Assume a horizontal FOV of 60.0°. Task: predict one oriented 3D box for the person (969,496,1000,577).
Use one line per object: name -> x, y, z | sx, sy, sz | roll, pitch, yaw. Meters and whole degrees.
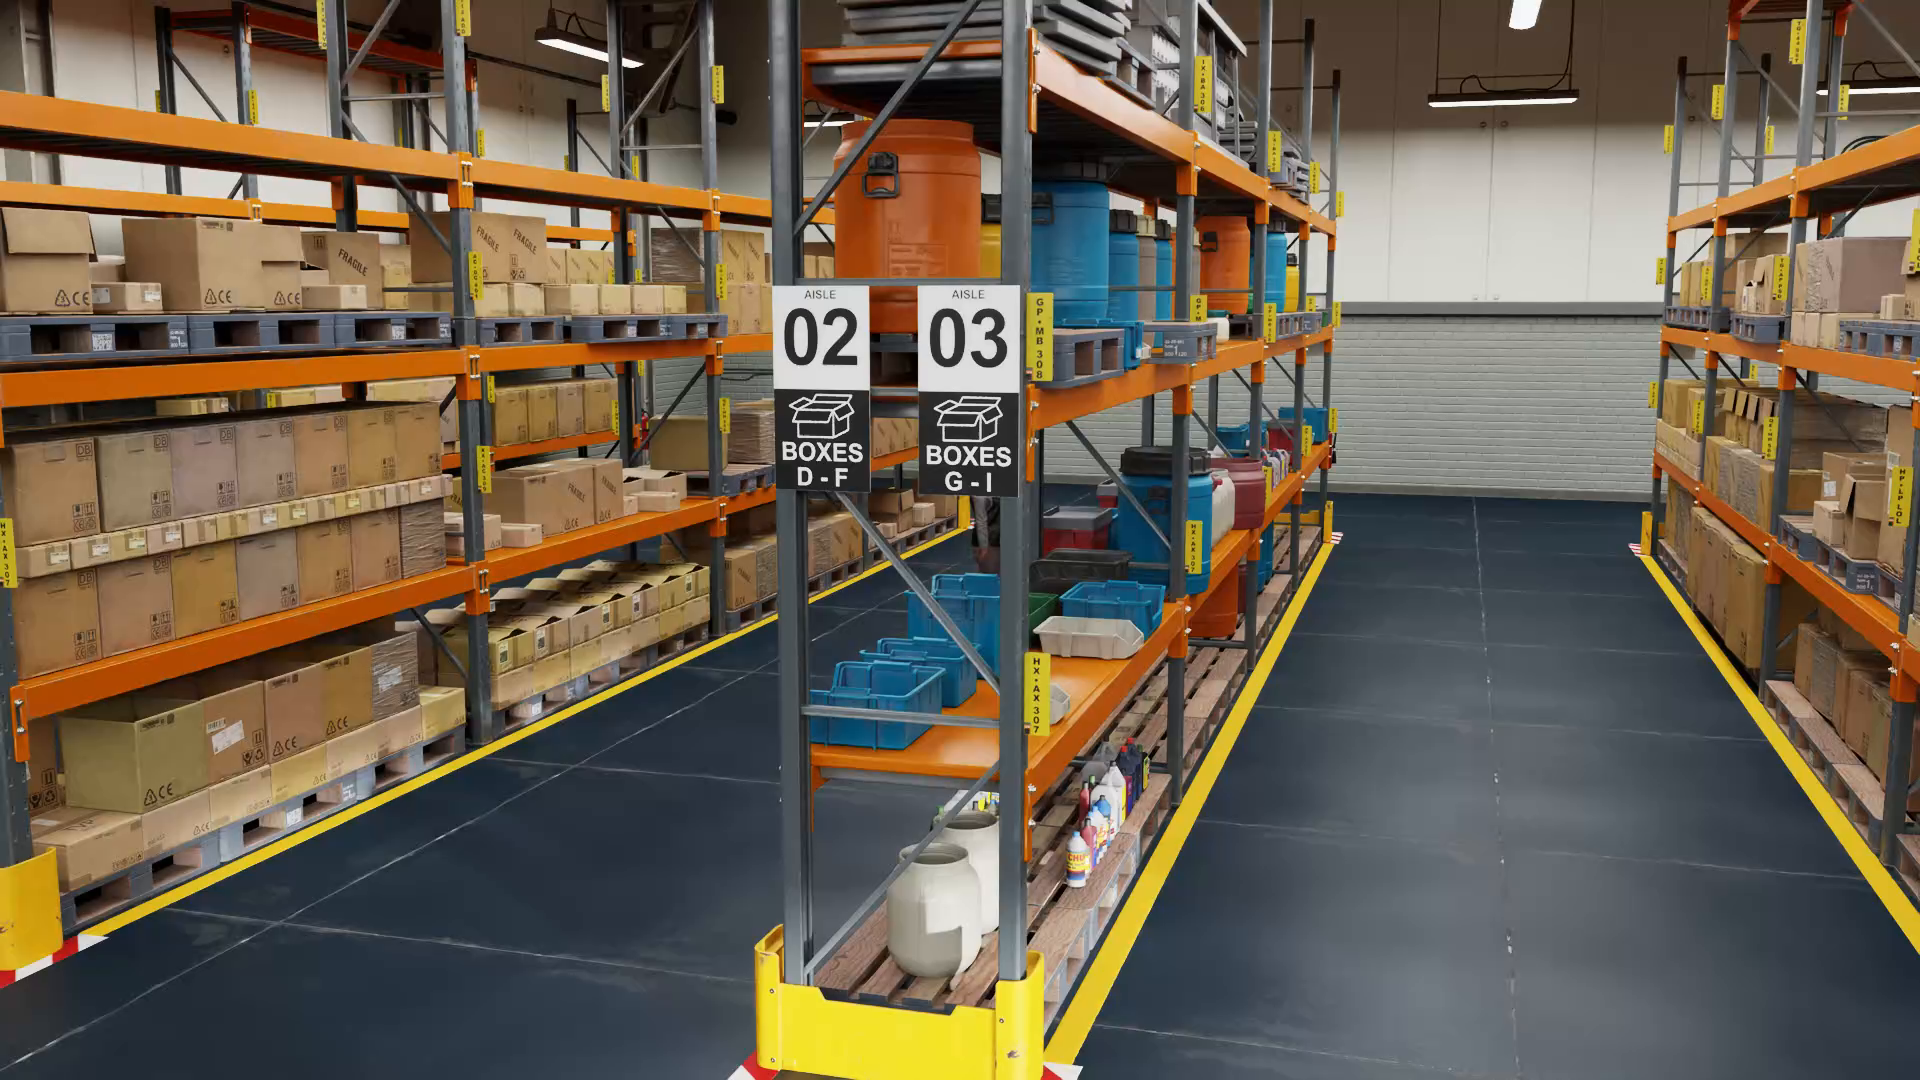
person -> 0.298, 0.085, 15.362 | 0.360, 1.715, 0.533 | 3, 9, 17
